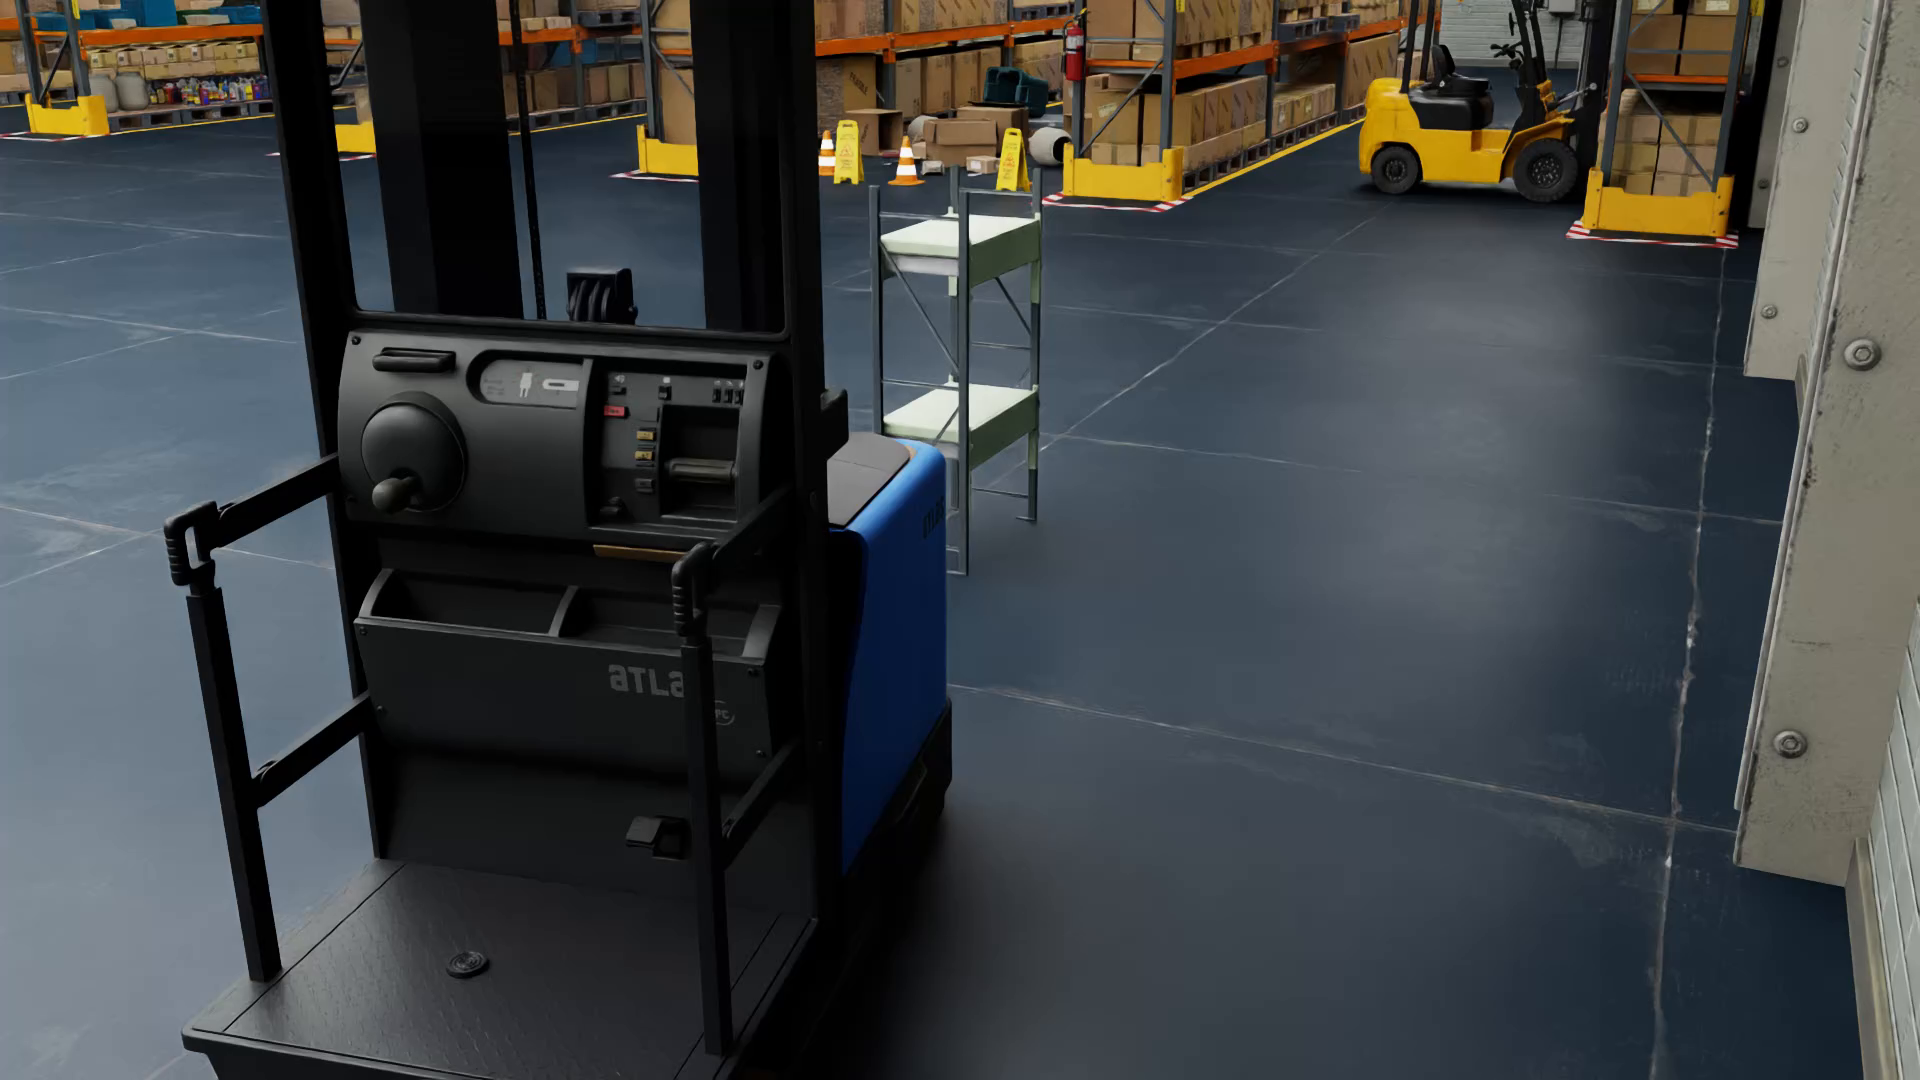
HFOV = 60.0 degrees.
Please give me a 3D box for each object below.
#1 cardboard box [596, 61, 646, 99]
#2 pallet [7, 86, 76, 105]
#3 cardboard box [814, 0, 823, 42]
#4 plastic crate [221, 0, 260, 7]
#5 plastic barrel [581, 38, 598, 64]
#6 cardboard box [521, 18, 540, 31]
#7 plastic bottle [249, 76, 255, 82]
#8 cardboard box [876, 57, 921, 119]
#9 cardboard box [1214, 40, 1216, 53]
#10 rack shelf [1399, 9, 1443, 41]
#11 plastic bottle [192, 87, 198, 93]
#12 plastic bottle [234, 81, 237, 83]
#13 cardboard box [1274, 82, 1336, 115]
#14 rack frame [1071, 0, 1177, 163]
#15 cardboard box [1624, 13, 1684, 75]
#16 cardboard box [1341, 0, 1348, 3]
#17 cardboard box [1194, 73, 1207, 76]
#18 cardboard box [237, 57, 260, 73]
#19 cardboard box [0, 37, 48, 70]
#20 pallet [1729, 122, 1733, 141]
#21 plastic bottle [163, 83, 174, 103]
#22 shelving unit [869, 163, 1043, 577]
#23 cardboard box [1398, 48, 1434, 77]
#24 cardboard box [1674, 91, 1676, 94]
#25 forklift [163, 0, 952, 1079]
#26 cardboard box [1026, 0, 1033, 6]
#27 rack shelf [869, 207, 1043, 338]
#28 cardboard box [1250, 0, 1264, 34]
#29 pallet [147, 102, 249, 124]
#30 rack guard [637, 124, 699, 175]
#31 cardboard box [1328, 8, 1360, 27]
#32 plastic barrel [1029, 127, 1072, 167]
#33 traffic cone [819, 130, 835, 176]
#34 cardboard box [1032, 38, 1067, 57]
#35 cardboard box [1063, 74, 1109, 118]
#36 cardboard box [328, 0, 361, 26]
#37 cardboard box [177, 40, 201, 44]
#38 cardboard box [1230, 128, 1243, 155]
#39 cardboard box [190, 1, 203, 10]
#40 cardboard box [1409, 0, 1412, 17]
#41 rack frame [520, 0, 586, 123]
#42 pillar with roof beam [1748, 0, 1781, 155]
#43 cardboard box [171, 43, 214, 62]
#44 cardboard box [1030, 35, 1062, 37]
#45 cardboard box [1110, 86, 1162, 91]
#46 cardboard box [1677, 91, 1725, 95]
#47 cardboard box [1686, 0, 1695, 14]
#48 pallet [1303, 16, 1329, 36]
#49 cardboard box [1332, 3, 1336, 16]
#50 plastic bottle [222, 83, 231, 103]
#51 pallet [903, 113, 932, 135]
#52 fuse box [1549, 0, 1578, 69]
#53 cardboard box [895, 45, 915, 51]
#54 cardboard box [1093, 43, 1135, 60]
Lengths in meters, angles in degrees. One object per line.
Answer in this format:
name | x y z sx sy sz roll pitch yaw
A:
cardboard box | -5.102 -6.944 25.091 0.700 0.500 0.500 7 21 18
pallet | -15.214 -7.225 26.968 1.003 0.211 1.213 9 21 23
cardboard box | -2.129 -6.164 19.601 0.875 0.550 0.500 9 21 23
plastic crate | -10.663 -7.923 24.863 0.767 0.338 0.504 9 21 23
plastic barrel | -7.295 -9.586 31.951 0.600 0.901 0.708 9 21 23
cardboard box | -5.903 -6.956 22.426 0.380 0.149 0.250 9 21 23
plastic bottle | -10.863 -6.979 25.533 0.097 0.271 0.097 0 20 0
cardboard box | -1.158 -6.044 22.217 1.050 0.750 0.750 8 21 22
cardboard box | 2.465 -5.183 17.441 0.380 0.149 0.250 9 22 25
rack shelf | 7.322 -8.773 28.236 1.077 0.370 4.000 9 21 23
plastic bottle | -11.241 -6.546 24.419 0.097 0.201 0.097 0 20 0
plastic bottle | -10.648 -6.635 24.545 0.061 0.283 0.133 9 21 23
cardboard box | 4.625 -6.067 22.846 0.950 0.372 0.625 7 21 19
rack frame | 1.589 -4.833 16.081 1.000 3.000 0.127 9 21 23
cardboard box | 6.081 -4.386 14.677 0.500 0.500 0.500 8 21 21
cardboard box | 4.933 -7.486 22.323 0.500 0.500 0.500 8 21 21
cardboard box | 2.633 -5.443 19.188 0.380 0.149 0.250 9 21 23
cardboard box | -13.205 -8.706 30.450 0.500 0.250 0.500 9 22 24
cardboard box | -15.325 -7.933 27.155 0.500 0.500 0.500 9 21 23
pallet | 9.735 -5.507 22.140 1.003 0.211 1.213 9 21 23
plastic bottle | -11.490 -6.491 24.152 0.152 0.276 0.135 9 21 23
shelving unit | -0.003 -0.705 6.712 0.431 1.500 0.755 9 21 23
cardboard box | 7.962 -8.499 29.587 0.875 0.438 0.875 8 21 21
cardboard box | 7.273 -4.644 17.536 0.500 0.250 0.500 8 21 22
forklift | -0.876 -0.200 3.158 1.130 2.935 3.031 5 20 13
cardboard box | 0.895 -8.280 25.522 0.380 0.149 0.250 10 22 25
rack shelf | -0.003 -1.072 6.581 0.431 0.370 0.720 9 21 23
cardboard box | 3.068 -5.914 18.530 0.500 0.500 0.500 9 22 25
pallet | -11.144 -6.207 24.107 1.003 0.211 1.213 9 21 23
rack guard | -2.978 -4.296 18.302 1.175 0.500 0.348 9 21 23
cardboard box | 5.295 -7.323 23.306 0.500 0.250 0.500 8 21 22
plastic barrel | 1.054 -4.458 18.872 0.421 0.421 0.512 -9 22 -24
traffic cone | -1.455 -4.253 18.238 0.336 0.463 0.334 9 21 23
cardboard box | 1.445 -7.942 26.807 0.500 0.250 0.500 8 21 20
cardboard box | 1.591 -5.470 20.472 0.500 0.500 0.500 9 21 23
cardboard box | -7.202 -6.544 20.300 0.875 0.500 0.500 9 21 23
cardboard box | -13.902 -8.883 30.111 0.500 0.311 0.500 8 21 21
cardboard box | 2.809 -4.421 18.401 0.500 0.250 0.500 9 21 24
cardboard box | -13.683 -9.482 29.531 0.380 0.149 0.250 10 22 27
cardboard box | 7.144 -8.809 27.113 0.500 0.500 0.500 9 21 23
rack frame | -5.814 -7.415 23.343 1.000 3.000 0.127 9 21 23
pillar with roof beam | 5.756 -9.493 20.233 9.100 9.000 0.400 9 21 23
cardboard box | -13.618 -8.657 29.476 0.500 0.311 0.500 8 21 22
cardboard box | 1.402 -8.333 27.909 0.500 0.250 0.500 8 21 20
cardboard box | 1.890 -4.529 17.585 0.500 0.500 0.500 9 22 25
cardboard box | 7.538 -4.415 16.891 0.500 0.250 0.500 8 21 22
cardboard box | 6.538 -4.658 14.472 0.380 0.149 0.250 9 21 23
pallet | 4.092 -6.577 21.272 1.003 0.211 1.213 9 21 23
cardboard box | 4.729 -6.974 21.851 0.380 0.149 0.250 7 21 20
plastic bottle | -10.679 -6.503 24.192 0.097 0.271 0.097 0 20 0
pallet | -1.083 -5.636 22.502 1.003 0.211 1.213 9 21 23
fuse box | 12.286 -10.511 33.970 0.539 1.711 0.414 9 21 23
cardboard box | -1.462 -9.796 32.580 0.875 0.875 0.875 9 21 23
cardboard box | 1.547 -4.858 16.527 0.380 0.149 0.250 9 22 25
